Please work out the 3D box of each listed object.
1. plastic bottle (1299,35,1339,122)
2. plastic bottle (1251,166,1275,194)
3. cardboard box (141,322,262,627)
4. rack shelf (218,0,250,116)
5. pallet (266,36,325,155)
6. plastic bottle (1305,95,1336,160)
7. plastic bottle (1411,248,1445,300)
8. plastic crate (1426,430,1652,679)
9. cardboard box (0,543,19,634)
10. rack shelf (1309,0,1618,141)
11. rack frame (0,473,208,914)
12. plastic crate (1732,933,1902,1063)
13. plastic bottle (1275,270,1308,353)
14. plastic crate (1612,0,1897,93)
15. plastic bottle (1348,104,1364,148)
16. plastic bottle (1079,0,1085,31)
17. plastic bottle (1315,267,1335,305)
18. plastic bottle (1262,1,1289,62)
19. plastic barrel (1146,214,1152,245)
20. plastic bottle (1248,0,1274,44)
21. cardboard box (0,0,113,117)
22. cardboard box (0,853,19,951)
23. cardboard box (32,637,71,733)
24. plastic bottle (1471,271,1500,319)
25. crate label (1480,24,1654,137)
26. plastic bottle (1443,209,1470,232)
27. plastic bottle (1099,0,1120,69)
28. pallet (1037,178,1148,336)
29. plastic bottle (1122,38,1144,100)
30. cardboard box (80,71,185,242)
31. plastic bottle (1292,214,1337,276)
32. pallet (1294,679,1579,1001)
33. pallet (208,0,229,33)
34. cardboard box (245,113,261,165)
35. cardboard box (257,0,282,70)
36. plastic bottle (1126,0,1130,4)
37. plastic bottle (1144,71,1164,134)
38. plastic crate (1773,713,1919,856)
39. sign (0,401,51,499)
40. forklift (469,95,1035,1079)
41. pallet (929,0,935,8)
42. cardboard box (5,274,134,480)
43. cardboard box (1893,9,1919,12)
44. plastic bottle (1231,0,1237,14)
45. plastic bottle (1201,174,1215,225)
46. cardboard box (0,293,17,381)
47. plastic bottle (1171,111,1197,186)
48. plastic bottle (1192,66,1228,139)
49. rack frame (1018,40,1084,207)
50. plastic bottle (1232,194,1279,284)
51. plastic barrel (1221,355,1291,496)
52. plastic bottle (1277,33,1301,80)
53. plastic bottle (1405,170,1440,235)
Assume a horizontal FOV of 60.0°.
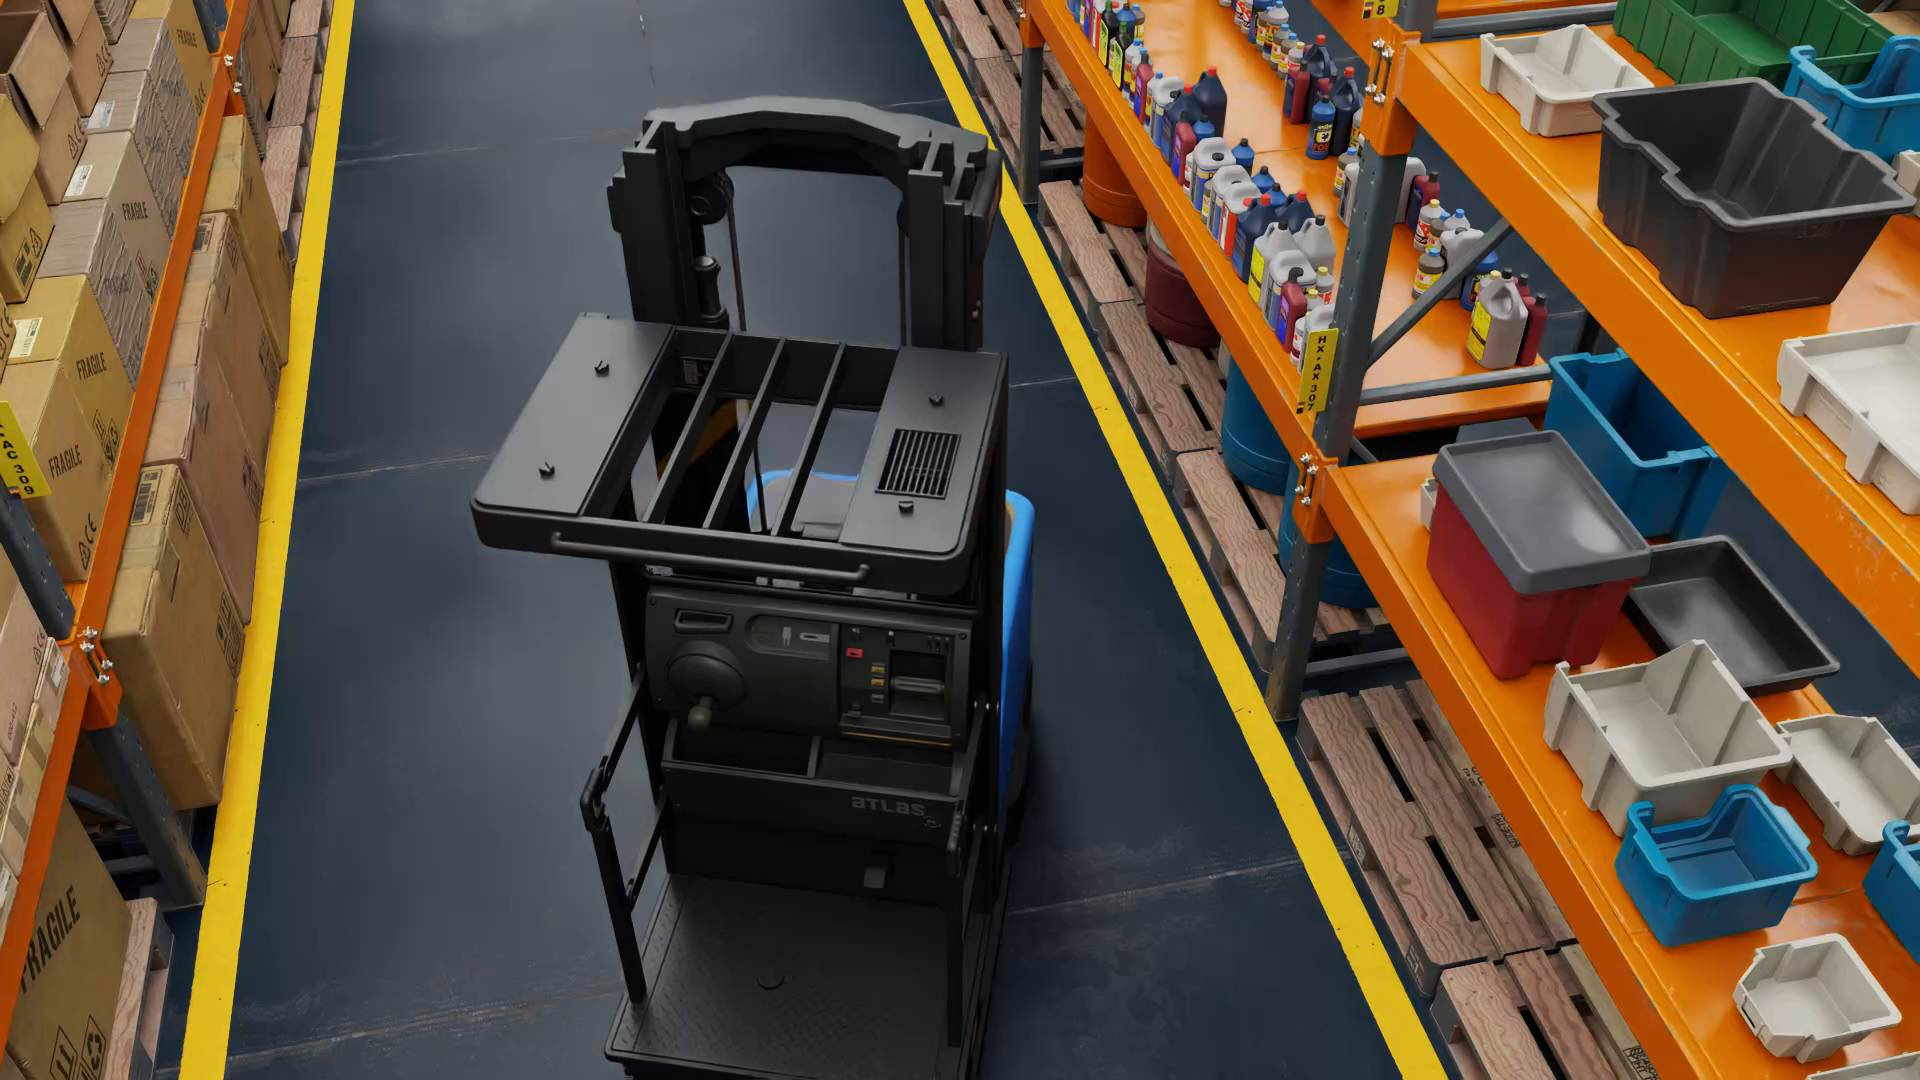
[{"bbox_3d":[1.577,-2.042,7.328,0.144,0.351,0.185,-8,42,-9],"label":"plastic bottle"},{"bbox_3d":[1.196,-1.361,6.620,0.097,0.271,0.097,0,42,0],"label":"plastic bottle"},{"bbox_3d":[-3.492,-0.163,6.458,1.225,0.875,0.875,-10,43,-11],"label":"cardboard box"},{"bbox_3d":[-4.436,-3.429,9.396,1.077,0.370,4.000,-8,42,-9],"label":"rack shelf"},{"bbox_3d":[-4.431,-2.655,10.082,1.003,0.211,1.213,-8,42,-9],"label":"pallet"},{"bbox_3d":[1.537,-1.761,7.071,0.097,0.271,0.097,0,42,0],"label":"plastic bottle"},{"bbox_3d":[1.771,-1.006,6.274,0.097,0.201,0.097,0,42,0],"label":"plastic bottle"},{"bbox_3d":[1.644,0.049,4.841,0.402,0.464,0.583,-8,42,-9],"label":"plastic crate"},{"bbox_3d":[-2.780,0.115,4.185,0.500,0.500,0.500,-7,42,-8],"label":"cardboard box"},{"bbox_3d":[1.264,-2.668,6.279,1.077,0.370,4.000,-8,42,-9],"label":"rack shelf"},{"bbox_3d":[-3.141,0.191,4.776,1.000,3.000,0.127,-8,42,-9],"label":"rack frame"},{"bbox_3d":[1.992,1.091,3.915,0.298,0.136,0.250,-8,42,-9],"label":"plastic crate"},{"bbox_3d":[1.201,-0.828,6.011,0.061,0.283,0.133,-8,42,-9],"label":"plastic bottle"},{"bbox_3d":[2.082,-1.330,4.389,0.450,0.188,0.662,-8,42,-9],"label":"plastic crate"},{"bbox_3d":[1.699,-1.718,7.023,0.097,0.271,0.097,0,42,0],"label":"plastic bottle"},{"bbox_3d":[0.629,-2.568,8.034,0.097,0.201,0.097,0,42,0],"label":"plastic bottle"},{"bbox_3d":[1.334,-0.921,6.177,0.097,0.201,0.097,0,42,0],"label":"plastic bottle"},{"bbox_3d":[1.477,-2.383,7.772,0.097,0.271,0.097,0,42,0],"label":"plastic bottle"},{"bbox_3d":[1.164,-1.671,8.430,0.421,0.512,0.421,0,42,0],"label":"plastic barrel"},{"bbox_3d":[1.435,-2.509,7.914,0.097,0.271,0.097,0,42,0],"label":"plastic bottle"},{"bbox_3d":[-3.724,-1.916,6.317,0.797,0.503,0.637,-7,42,-8],"label":"cardboard box"},{"bbox_3d":[-2.588,0.935,4.126,0.380,0.149,0.250,-8,42,-8],"label":"cardboard box"},{"bbox_3d":[-2.755,0.435,4.689,0.380,0.149,0.250,-8,42,-9],"label":"cardboard box"},{"bbox_3d":[1.962,-0.902,6.156,0.097,0.201,0.097,0,42,0],"label":"plastic bottle"},{"bbox_3d":[1.519,-1.184,4.263,0.293,0.136,0.466,-8,42,-9],"label":"crate label"},{"bbox_3d":[1.891,-1.142,6.374,0.097,0.271,0.097,0,42,0],"label":"plastic bottle"},{"bbox_3d":[0.694,-2.348,7.723,0.061,0.283,0.133,-8,42,-9],"label":"plastic bottle"},{"bbox_3d":[1.043,-1.564,8.853,1.003,0.211,1.213,-8,42,-9],"label":"pallet"},{"bbox_3d":[0.787,-2.122,7.478,0.097,0.271,0.097,0,42,0],"label":"plastic bottle"},{"bbox_3d":[-3.438,-1.495,6.599,0.500,0.500,0.500,-10,42,-11],"label":"cardboard box"},{"bbox_3d":[1.319,-1.070,6.233,0.144,0.351,0.185,-8,42,-9],"label":"plastic bottle"},{"bbox_3d":[1.892,0.995,5.970,1.003,0.211,1.213,-8,42,-9],"label":"pallet"},{"bbox_3d":[-4.262,-2.777,8.263,1.213,0.211,1.003,-8,42,-9],"label":"pallet"},{"bbox_3d":[-4.168,-2.063,8.866,0.700,0.500,0.500,-10,43,-12],"label":"cardboard box"},{"bbox_3d":[-4.550,-3.149,10.090,0.700,0.500,0.500,-12,43,-13],"label":"cardboard box"},{"bbox_3d":[0.759,-2.760,8.194,0.152,0.276,0.135,-8,42,-9],"label":"plastic bottle"},{"bbox_3d":[0.858,-1.909,7.238,0.097,0.271,0.097,0,42,0],"label":"plastic bottle"},{"bbox_3d":[2.365,0.643,4.420,0.293,0.136,0.466,-8,42,-9],"label":"plastic crate"},{"bbox_3d":[-2.599,-0.243,4.553,0.100,0.325,0.005,-8,42,-9],"label":"sign"},{"bbox_3d":[-0.463,0.454,4.531,1.130,2.935,3.031,6,42,7],"label":"forklift"},{"bbox_3d":[0.176,-4.158,11.775,1.003,0.211,1.213,-8,42,-9],"label":"pallet"},{"bbox_3d":[-3.105,-0.506,5.486,0.500,0.500,0.500,-8,42,-9],"label":"cardboard box"},{"bbox_3d":[5.843,-3.329,10.496,0.500,0.250,0.500,-8,42,-9],"label":"cardboard box"},{"bbox_3d":[1.386,-2.717,8.140,0.061,0.283,0.133,-8,42,-9],"label":"plastic bottle"},{"bbox_3d":[1.026,-1.376,6.690,0.097,0.201,0.097,0,42,0],"label":"plastic bottle"},{"bbox_3d":[-3.286,-0.635,4.874,0.797,0.503,0.637,-9,42,-10],"label":"cardboard box"},{"bbox_3d":[0.934,-1.629,6.914,0.061,0.283,0.133,-8,42,-9],"label":"plastic bottle"},{"bbox_3d":[1.060,-1.872,7.137,0.144,0.351,0.185,-8,42,-9],"label":"plastic bottle"},{"bbox_3d":[0.832,-3.112,8.496,1.000,3.000,0.127,-8,42,-9],"label":"rack frame"},{"bbox_3d":[1.138,-1.169,6.345,0.144,0.351,0.185,-8,42,-9],"label":"plastic bottle"},{"bbox_3d":[1.442,-0.705,7.049,0.600,0.901,0.708,-8,42,-9],"label":"plastic barrel"},{"bbox_3d":[1.519,-2.231,7.653,0.097,0.201,0.097,0,42,0],"label":"plastic bottle"},{"bbox_3d":[1.841,-1.350,6.599,0.061,0.283,0.133,-8,42,-9],"label":"plastic bottle"}]
